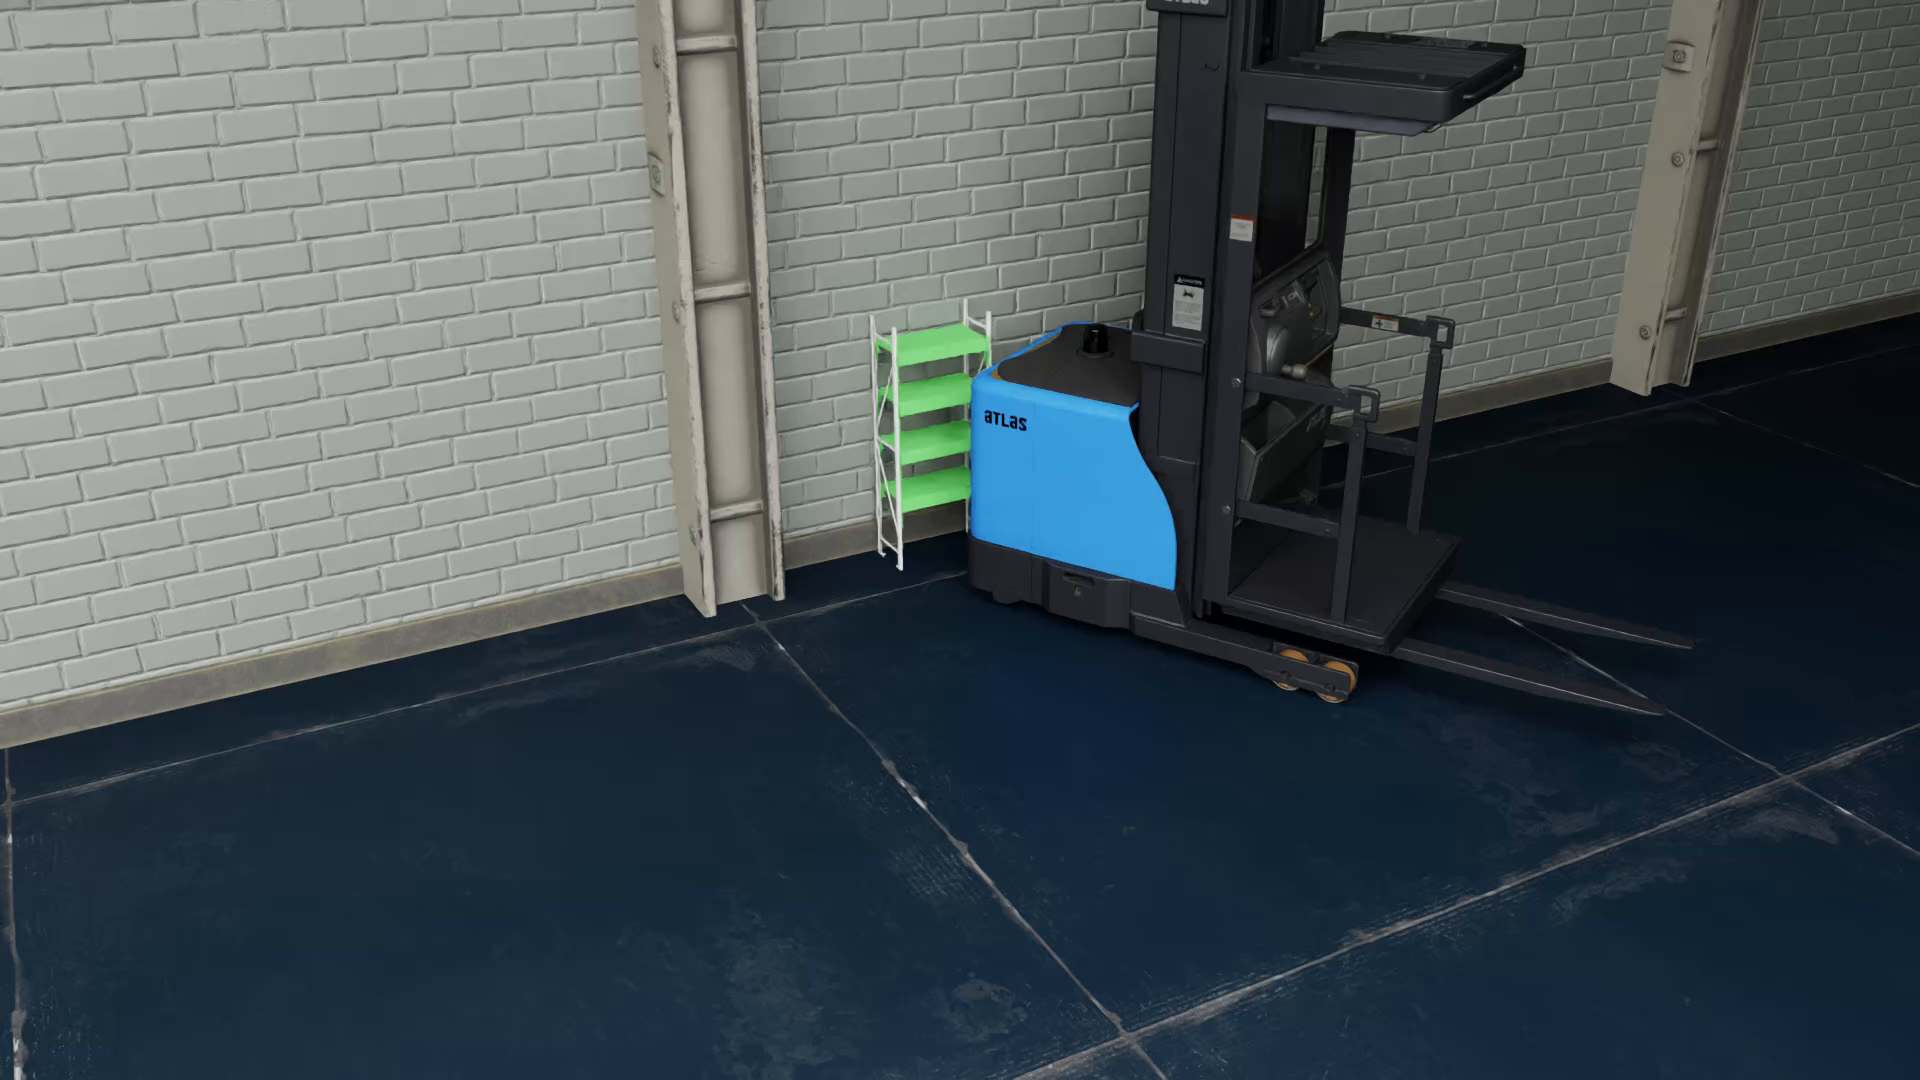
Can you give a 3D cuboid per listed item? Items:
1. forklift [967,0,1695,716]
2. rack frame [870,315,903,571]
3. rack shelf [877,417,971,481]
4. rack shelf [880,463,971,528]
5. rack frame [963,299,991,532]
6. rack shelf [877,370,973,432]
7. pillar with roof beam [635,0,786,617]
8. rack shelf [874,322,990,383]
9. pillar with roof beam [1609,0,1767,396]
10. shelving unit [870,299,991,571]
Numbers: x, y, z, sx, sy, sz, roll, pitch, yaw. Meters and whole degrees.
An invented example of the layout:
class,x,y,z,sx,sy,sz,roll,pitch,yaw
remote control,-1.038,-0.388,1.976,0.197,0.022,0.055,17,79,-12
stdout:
class,x,y,z,sx,sy,sz,roll,pitch,yaw
forklift,1.561,-0.913,6.766,3.031,2.935,1.130,15,29,28
rack frame,-0.342,-0.445,7.783,0.015,1.200,0.240,-13,27,-26
rack shelf,-0.128,-0.437,7.915,0.480,0.148,0.258,-13,27,-26
rack shelf,-0.125,-0.219,8.014,0.480,0.148,0.258,-13,27,-26
rack frame,0.086,-0.546,7.994,0.015,1.200,0.240,-13,27,-26
rack shelf,-0.130,-0.656,7.815,0.480,0.148,0.258,-13,27,-26
pillar with roof beam,0.977,-2.160,2.352,0.400,9.000,9.100,-13,29,-25
rack shelf,-0.133,-0.874,7.716,0.480,0.148,0.258,-13,27,-26
pillar with roof beam,6.271,-3.382,4.897,0.400,9.000,9.100,-13,29,-25
shelving unit,-0.128,-0.495,7.888,0.503,1.200,0.258,-13,27,-26
